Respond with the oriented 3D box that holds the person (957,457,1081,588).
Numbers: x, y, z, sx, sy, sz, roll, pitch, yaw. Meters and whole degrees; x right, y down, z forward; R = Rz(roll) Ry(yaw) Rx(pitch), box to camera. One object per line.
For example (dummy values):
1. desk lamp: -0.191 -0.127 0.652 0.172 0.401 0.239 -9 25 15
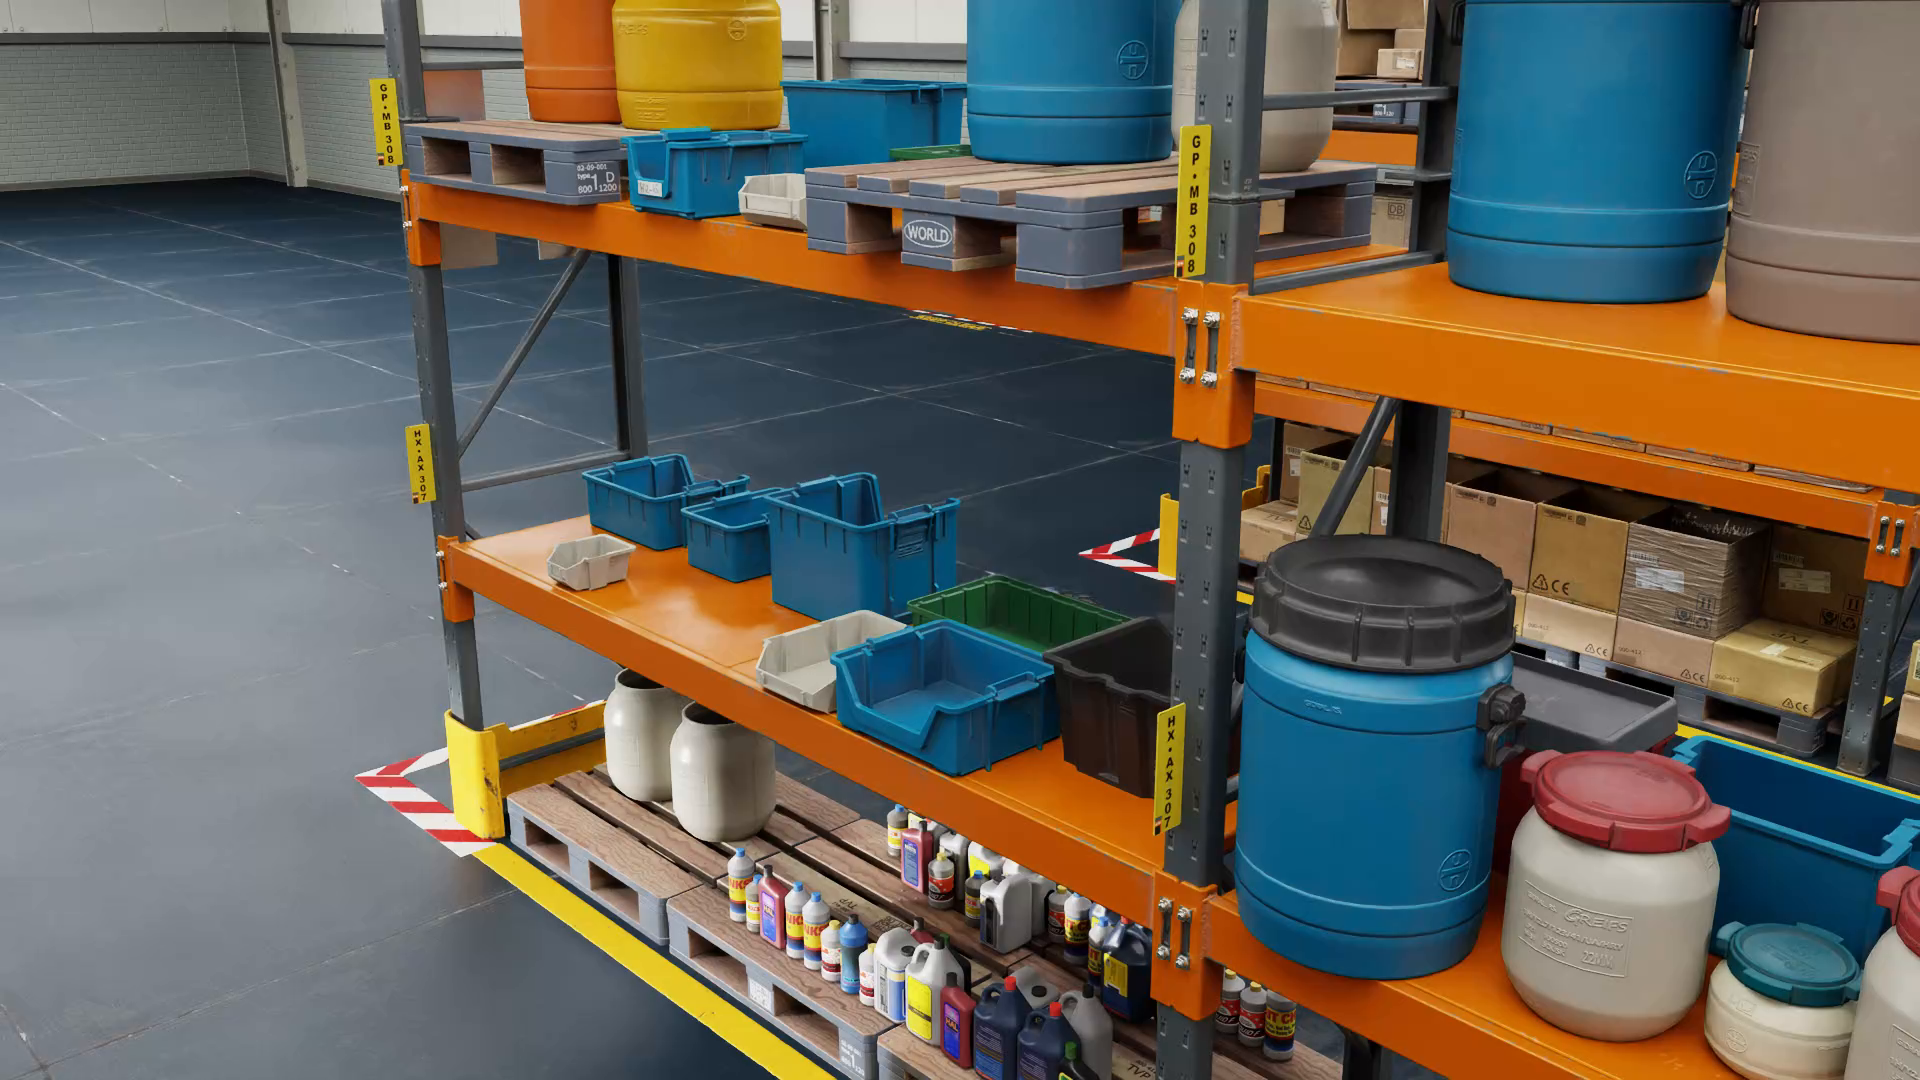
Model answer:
1. person: 0.288 0.334 7.697 0.438 1.546 0.610 -16 24 -42
